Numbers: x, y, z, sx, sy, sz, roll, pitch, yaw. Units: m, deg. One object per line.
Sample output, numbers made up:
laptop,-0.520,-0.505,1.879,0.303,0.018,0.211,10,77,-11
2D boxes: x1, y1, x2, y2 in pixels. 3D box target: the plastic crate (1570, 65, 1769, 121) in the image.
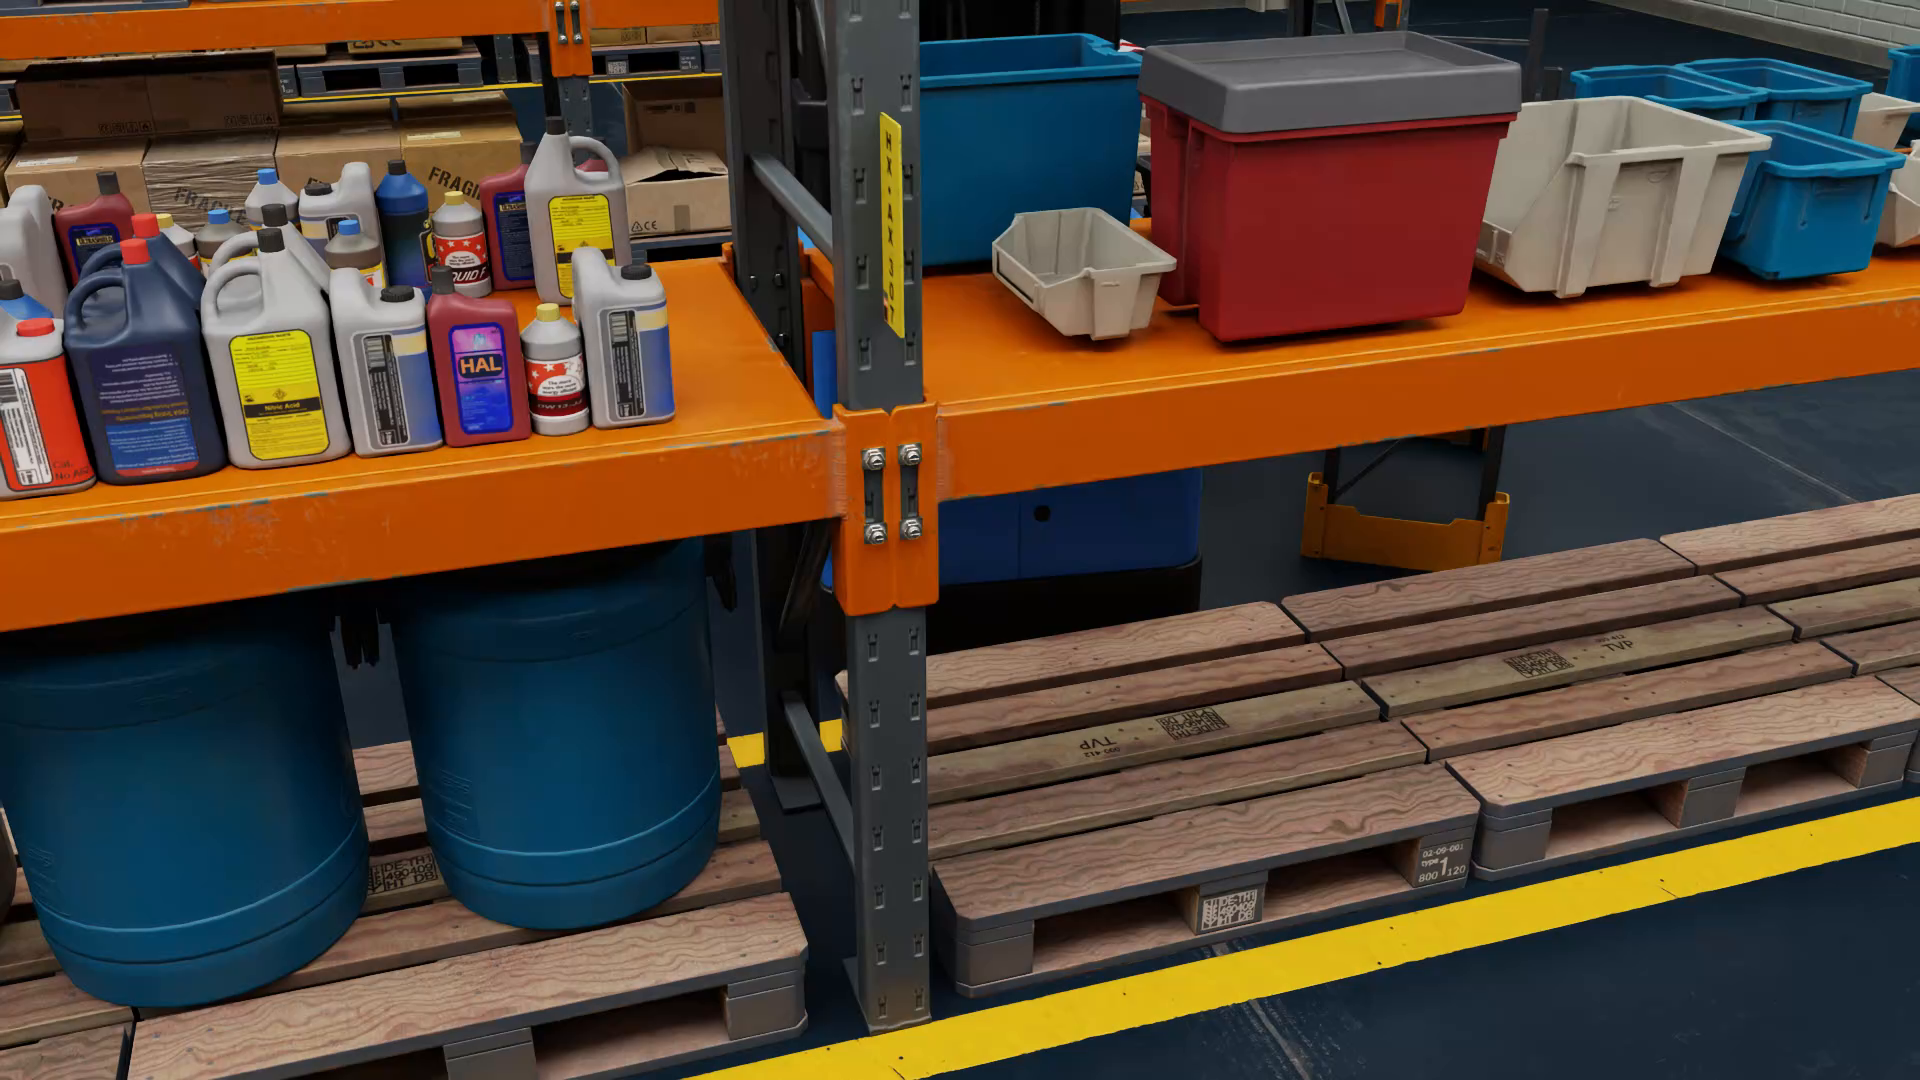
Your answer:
plastic crate,1.658,-0.969,3.950,0.300,0.233,0.416,-8,28,-16

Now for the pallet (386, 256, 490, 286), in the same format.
pallet,-2.563,-1.302,7.635,1.213,0.211,1.003,-8,28,-16

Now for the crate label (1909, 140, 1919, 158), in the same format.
crate label,2.275,-0.772,3.661,0.243,0.136,0.396,-8,28,-16

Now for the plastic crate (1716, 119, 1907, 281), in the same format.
plastic crate,1.659,-0.695,3.398,0.300,0.233,0.416,-8,28,-16

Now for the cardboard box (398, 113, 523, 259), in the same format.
cardboard box,-2.182,-1.567,7.350,0.500,0.500,0.500,-8,28,-16

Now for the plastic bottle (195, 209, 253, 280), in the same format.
plastic bottle,-1.389,-0.524,3.156,0.097,0.201,0.097,0,26,0

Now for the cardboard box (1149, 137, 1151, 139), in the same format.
cardboard box,1.148,-1.961,8.518,0.250,0.166,0.380,-8,28,-16

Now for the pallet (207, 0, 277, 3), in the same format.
pallet,-2.595,-2.529,7.187,1.213,0.211,1.003,-8,28,-16

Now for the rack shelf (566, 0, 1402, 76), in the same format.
rack shelf,0.100,-2.632,7.987,4.000,0.370,1.077,-8,28,-16

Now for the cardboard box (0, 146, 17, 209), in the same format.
cardboard box,-4.109,-1.289,6.789,0.500,0.500,0.500,-9,28,-17

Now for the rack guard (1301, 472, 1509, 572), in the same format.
rack guard,1.347,-0.045,5.060,0.587,0.250,0.087,7,27,14

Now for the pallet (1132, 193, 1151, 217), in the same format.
pallet,1.172,-1.860,8.759,1.213,0.211,1.003,-8,28,-16

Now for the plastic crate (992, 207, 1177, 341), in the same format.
plastic crate,0.215,-0.496,3.106,0.243,0.136,0.396,-8,28,-16

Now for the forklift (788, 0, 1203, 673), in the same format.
forklift,-0.110,-1.588,5.152,1.130,2.935,3.031,-5,27,-9

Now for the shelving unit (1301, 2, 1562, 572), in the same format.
shelving unit,1.481,-0.818,5.212,0.587,1.500,1.083,7,27,14

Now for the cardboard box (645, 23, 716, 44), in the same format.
cardboard box,-2.118,-3.969,12.209,0.500,0.500,0.700,-9,28,-17

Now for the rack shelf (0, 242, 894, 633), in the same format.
rack shelf,-2.173,0.014,2.658,4.000,0.370,1.077,-8,28,-16

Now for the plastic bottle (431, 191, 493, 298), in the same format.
plastic bottle,-0.983,-0.583,3.274,0.097,0.201,0.097,0,26,0

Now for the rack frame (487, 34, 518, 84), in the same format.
rack frame,-3.339,-4.773,11.490,0.127,3.000,1.000,-8,28,-16

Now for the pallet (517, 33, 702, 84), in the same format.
pallet,-2.592,-3.595,12.255,1.213,0.211,1.003,-8,28,-16

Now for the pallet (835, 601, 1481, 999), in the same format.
pallet,0.416,0.547,3.910,1.213,0.211,1.003,-8,28,-16

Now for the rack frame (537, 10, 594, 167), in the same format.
rack frame,-1.802,-2.679,7.273,0.127,3.000,1.000,-8,28,-16

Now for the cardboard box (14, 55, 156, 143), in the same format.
cardboard box,-3.765,-1.922,7.220,0.500,0.250,0.500,-9,28,-17

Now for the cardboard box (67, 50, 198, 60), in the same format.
cardboard box,-5.568,-3.611,11.095,0.750,0.750,0.750,-8,28,-16

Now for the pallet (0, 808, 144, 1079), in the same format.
pallet,-2.180,0.923,3.153,1.213,0.211,1.003,-8,28,-16

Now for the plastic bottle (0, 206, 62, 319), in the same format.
plastic bottle,-1.663,-0.434,2.890,0.135,0.276,0.152,-8,28,-16

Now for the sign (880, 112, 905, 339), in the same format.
sign,-0.103,-0.475,2.522,0.005,0.325,0.100,-8,28,-16

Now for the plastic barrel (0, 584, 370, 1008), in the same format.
plastic barrel,-1.467,0.333,3.093,0.708,0.901,0.600,-8,28,-16

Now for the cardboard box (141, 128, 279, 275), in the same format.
cardboard box,-3.132,-1.434,7.081,0.500,0.500,0.500,-8,27,-15

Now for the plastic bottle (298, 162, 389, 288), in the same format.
plastic bottle,-1.177,-0.575,3.175,0.135,0.276,0.152,-8,28,-16

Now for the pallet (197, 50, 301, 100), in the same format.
pallet,-5.212,-3.216,11.491,1.213,0.211,1.003,-8,28,-16

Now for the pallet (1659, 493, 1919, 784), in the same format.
pallet,2.736,0.211,4.587,1.213,0.211,1.003,-8,28,-16

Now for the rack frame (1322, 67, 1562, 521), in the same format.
rack frame,1.342,-0.597,4.765,0.500,1.500,0.032,7,27,14

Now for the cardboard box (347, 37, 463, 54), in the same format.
cardboard box,-3.917,-3.853,11.584,0.750,0.750,0.750,-8,27,-15

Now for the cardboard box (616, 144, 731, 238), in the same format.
cardboard box,-1.336,-1.638,7.705,0.500,0.311,0.500,-8,28,-16

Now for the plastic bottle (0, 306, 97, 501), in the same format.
plastic bottle,-1.373,-0.218,2.455,0.135,0.276,0.152,-8,28,-16

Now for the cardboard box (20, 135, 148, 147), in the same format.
cardboard box,-3.799,-1.579,7.375,0.500,0.500,0.500,-9,28,-18

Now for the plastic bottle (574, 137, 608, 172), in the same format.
plastic bottle,-0.752,-0.662,3.340,0.133,0.283,0.061,-8,28,-16

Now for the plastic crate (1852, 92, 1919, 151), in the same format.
plastic crate,2.220,-1.046,4.213,0.298,0.136,0.250,-8,28,-16

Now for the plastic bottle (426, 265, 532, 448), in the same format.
plastic bottle,-0.752,-0.290,2.591,0.133,0.283,0.061,-8,28,-16

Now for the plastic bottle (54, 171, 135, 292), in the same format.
plastic bottle,-1.597,-0.539,3.094,0.133,0.283,0.061,-8,28,-16

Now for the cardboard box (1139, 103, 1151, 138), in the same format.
cardboard box,0.921,-2.171,8.848,0.500,0.250,0.500,-8,28,-16

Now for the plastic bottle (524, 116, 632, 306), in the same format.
plastic bottle,-0.745,-0.645,3.231,0.185,0.351,0.144,-8,28,-16

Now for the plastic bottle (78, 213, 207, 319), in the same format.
plastic bottle,-1.264,-0.332,2.602,0.185,0.351,0.144,-8,28,-16

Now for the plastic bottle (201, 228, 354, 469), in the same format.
plastic bottle,-1.044,-0.297,2.530,0.185,0.351,0.144,-8,28,-16

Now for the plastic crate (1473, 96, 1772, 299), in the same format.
plastic crate,1.238,-0.690,3.333,0.530,0.282,0.437,-8,28,-16

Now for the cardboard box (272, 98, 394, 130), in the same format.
cardboard box,-2.841,-1.714,7.646,0.500,0.500,0.500,-8,27,-15

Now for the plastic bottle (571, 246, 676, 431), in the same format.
plastic bottle,-0.546,-0.337,2.696,0.135,0.276,0.152,-8,28,-16
